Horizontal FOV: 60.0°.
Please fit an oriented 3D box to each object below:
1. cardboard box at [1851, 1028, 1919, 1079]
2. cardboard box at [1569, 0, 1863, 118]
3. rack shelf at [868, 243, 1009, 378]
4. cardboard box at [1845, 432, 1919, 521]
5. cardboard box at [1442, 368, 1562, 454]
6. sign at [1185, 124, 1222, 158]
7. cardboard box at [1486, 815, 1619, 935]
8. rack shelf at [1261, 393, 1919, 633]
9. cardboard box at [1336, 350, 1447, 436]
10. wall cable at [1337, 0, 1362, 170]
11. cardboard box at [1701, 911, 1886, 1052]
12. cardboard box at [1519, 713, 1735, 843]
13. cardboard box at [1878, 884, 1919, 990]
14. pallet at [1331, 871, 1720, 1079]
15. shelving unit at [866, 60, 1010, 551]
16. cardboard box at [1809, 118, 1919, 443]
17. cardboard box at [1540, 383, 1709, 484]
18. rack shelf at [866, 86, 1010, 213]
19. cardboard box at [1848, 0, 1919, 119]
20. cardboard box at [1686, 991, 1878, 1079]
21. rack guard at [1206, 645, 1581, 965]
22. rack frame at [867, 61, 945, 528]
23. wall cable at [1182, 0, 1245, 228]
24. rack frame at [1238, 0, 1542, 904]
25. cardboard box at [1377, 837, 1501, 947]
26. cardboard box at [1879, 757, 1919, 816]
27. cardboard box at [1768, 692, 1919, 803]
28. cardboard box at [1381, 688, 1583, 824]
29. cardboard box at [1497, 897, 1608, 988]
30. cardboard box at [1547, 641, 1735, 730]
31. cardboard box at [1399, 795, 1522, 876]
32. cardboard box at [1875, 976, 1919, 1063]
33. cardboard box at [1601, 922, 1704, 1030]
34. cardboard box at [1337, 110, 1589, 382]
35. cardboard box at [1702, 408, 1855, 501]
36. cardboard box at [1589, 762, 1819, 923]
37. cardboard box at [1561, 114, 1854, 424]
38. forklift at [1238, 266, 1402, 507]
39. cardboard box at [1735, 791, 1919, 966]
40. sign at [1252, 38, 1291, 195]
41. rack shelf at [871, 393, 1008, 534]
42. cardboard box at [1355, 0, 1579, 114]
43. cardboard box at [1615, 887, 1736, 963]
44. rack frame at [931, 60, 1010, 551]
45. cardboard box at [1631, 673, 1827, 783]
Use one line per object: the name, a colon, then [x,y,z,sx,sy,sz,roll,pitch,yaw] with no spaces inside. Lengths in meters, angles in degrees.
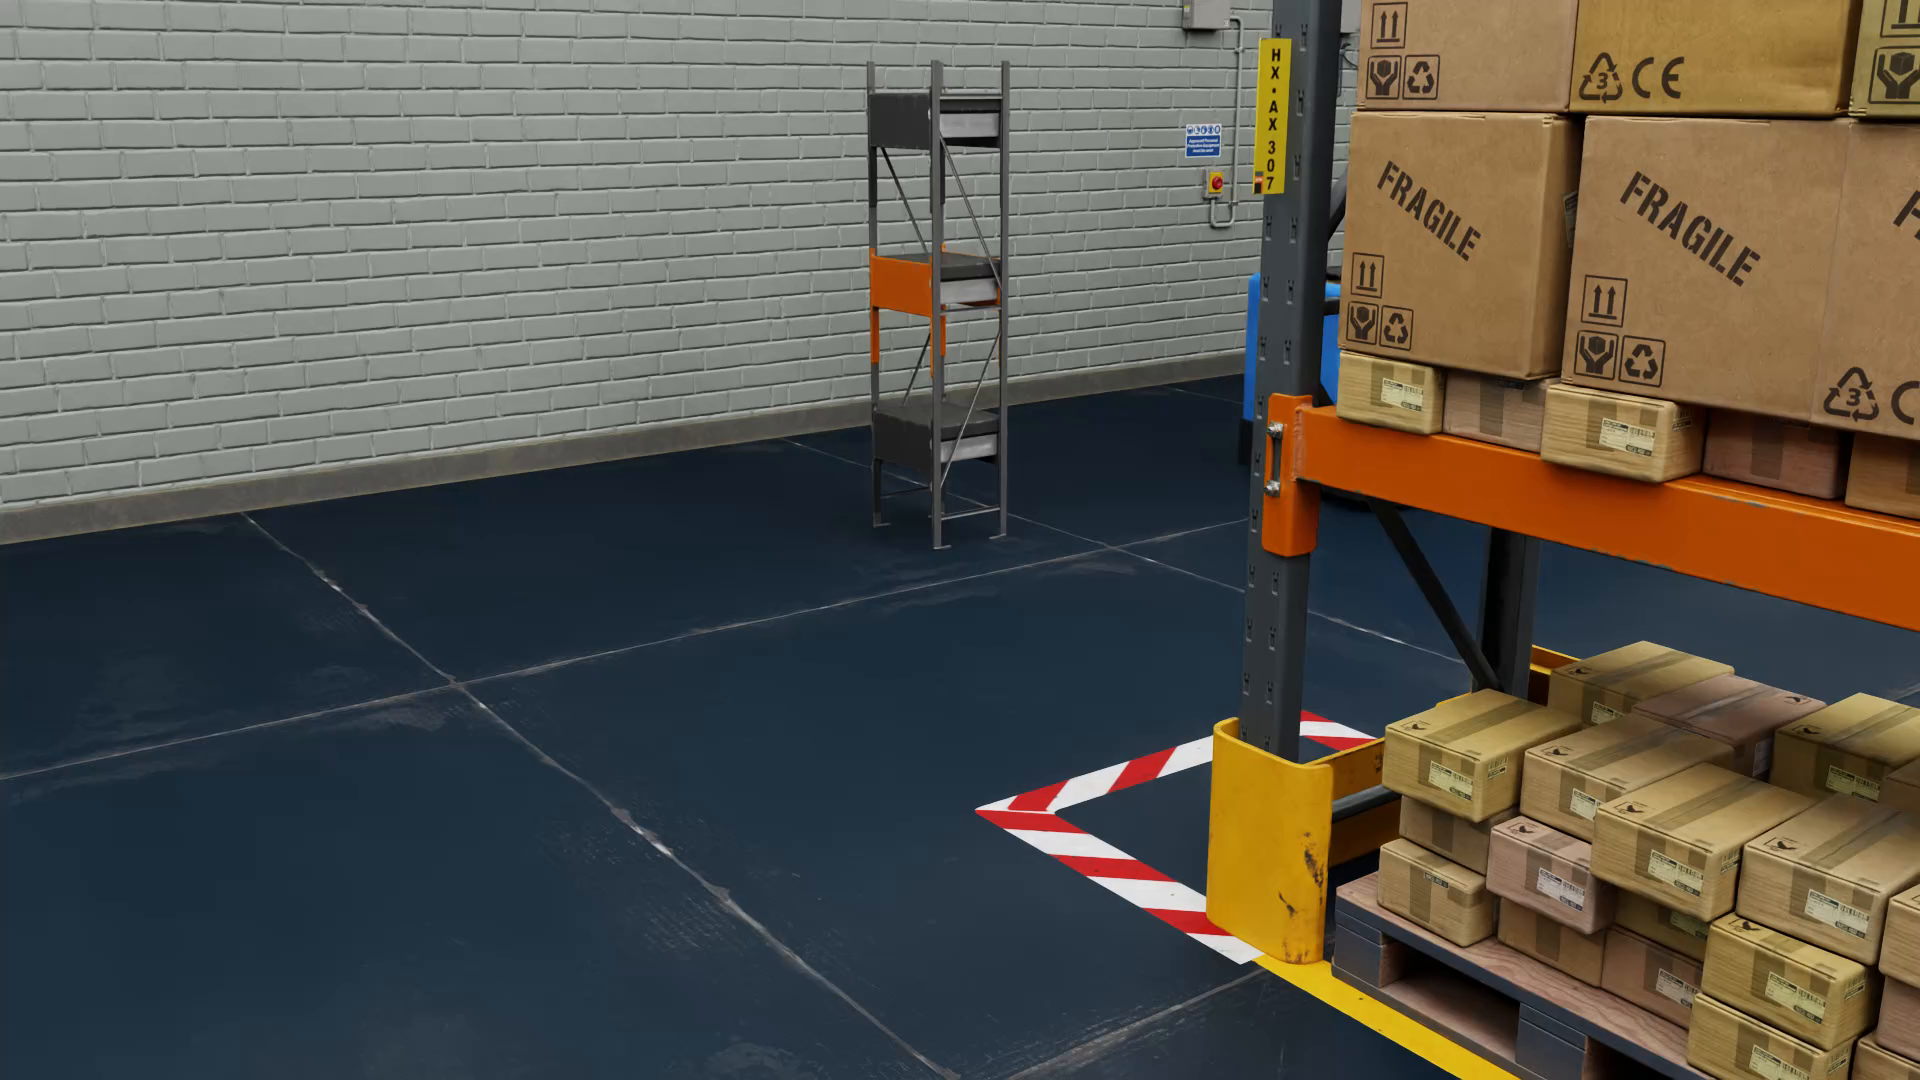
cardboard box: [1.826,0.958,2.997,0.380,0.149,0.250,-11,19,-34]
cardboard box: [1.467,-1.012,2.946,0.500,0.500,0.500,-10,18,-33]
rack shelf: [-0.097,-1.035,7.432,0.431,0.518,0.480,-11,19,-35]
cardboard box: [1.743,-0.131,2.850,0.380,0.149,0.250,-11,19,-35]
cardboard box: [1.225,-0.293,3.440,0.380,0.149,0.250,-10,18,-33]
sign: [1.652,-2.708,11.278,0.327,0.218,0.001,-11,19,-35]
cardboard box: [1.332,0.666,3.503,0.380,0.149,0.250,-11,19,-35]
rack shelf: [2.292,0.192,2.556,1.077,0.370,4.000,-11,19,-35]
cardboard box: [1.042,-0.341,3.616,0.380,0.149,0.250,-11,19,-35]
wall cable: [2.867,-3.285,11.972,0.588,1.984,0.122,-11,19,-35]
cardboard box: [1.611,0.776,3.100,0.380,0.149,0.250,-10,18,-33]
cardboard box: [1.409,0.508,3.515,0.380,0.149,0.250,-10,18,-34]
cardboard box: [1.822,0.683,2.878,0.380,0.149,0.250,-10,18,-32]
pallet: [1.610,0.958,3.676,1.003,0.211,1.213,-11,19,-35]
shelving unit: [-0.097,-1.048,7.428,0.431,2.100,0.503,-11,19,-35]
cardboard box: [1.770,-0.418,2.669,0.500,0.500,0.500,-11,19,-34]
cardboard box: [1.340,-0.227,3.200,0.380,0.149,0.250,-12,19,-36]
rack shelf: [-0.097,-1.710,7.247,0.431,0.518,0.480,-11,19,-35]
cardboard box: [1.755,-0.898,2.527,0.500,0.500,0.500,-11,19,-36]
cardboard box: [1.599,0.919,3.142,0.380,0.149,0.250,-11,19,-34]
rack guard: [1.161,0.640,4.292,1.175,0.500,0.348,-11,19,-35]
rack frame: [-0.241,-1.100,7.618,0.400,2.100,0.015,-11,19,-35]
wall cable: [1.727,-3.078,11.155,0.585,1.953,0.123,-11,19,-35]
rack frame: [1.116,-0.582,4.021,1.000,3.000,0.127,-11,19,-35]
cardboard box: [1.165,0.752,3.752,0.380,0.149,0.250,-10,18,-33]
cardboard box: [2.090,0.540,3.398,0.380,0.149,0.250,-12,19,-37]
cardboard box: [1.989,0.475,3.636,0.380,0.149,0.250,-11,19,-36]
cardboard box: [1.150,0.468,3.662,0.380,0.149,0.250,-12,19,-37]
cardboard box: [1.386,0.795,3.594,0.380,0.149,0.250,-11,19,-35]
cardboard box: [1.633,0.377,3.994,0.380,0.149,0.250,-11,19,-34]
cardboard box: [1.217,0.599,3.748,0.380,0.149,0.250,-10,18,-32]
cardboard box: [1.844,0.818,2.947,0.380,0.149,0.250,-12,19,-37]
cardboard box: [1.537,0.847,3.404,0.380,0.149,0.250,-11,19,-34]
cardboard box: [1.157,-0.635,3.462,0.500,0.500,0.500,-10,18,-32]
cardboard box: [1.603,-0.193,3.076,0.380,0.149,0.250,-10,18,-32]
cardboard box: [1.454,0.582,3.246,0.380,0.149,0.250,-11,19,-35]
cardboard box: [1.492,-0.525,3.059,0.500,0.500,0.500,-11,19,-34]
forklift: [3.021,-1.824,8.687,3.031,2.935,1.130,-8,17,-26]
cardboard box: [1.666,0.622,3.099,0.380,0.149,0.250,-12,19,-37]
sign: [0.678,-0.915,3.599,0.100,0.325,0.005,-11,19,-35]
rack shelf: [-0.097,-0.360,7.616,0.431,0.518,0.480,-11,19,-35]
cardboard box: [1.166,-1.119,3.336,0.500,0.500,0.500,-11,19,-35]
cardboard box: [1.548,0.704,3.362,0.380,0.149,0.250,-11,19,-34]
rack frame: [0.046,-0.996,7.238,0.400,2.100,0.015,-11,19,-35]
cardboard box: [1.734,0.440,3.766,0.380,0.149,0.250,-10,18,-33]
